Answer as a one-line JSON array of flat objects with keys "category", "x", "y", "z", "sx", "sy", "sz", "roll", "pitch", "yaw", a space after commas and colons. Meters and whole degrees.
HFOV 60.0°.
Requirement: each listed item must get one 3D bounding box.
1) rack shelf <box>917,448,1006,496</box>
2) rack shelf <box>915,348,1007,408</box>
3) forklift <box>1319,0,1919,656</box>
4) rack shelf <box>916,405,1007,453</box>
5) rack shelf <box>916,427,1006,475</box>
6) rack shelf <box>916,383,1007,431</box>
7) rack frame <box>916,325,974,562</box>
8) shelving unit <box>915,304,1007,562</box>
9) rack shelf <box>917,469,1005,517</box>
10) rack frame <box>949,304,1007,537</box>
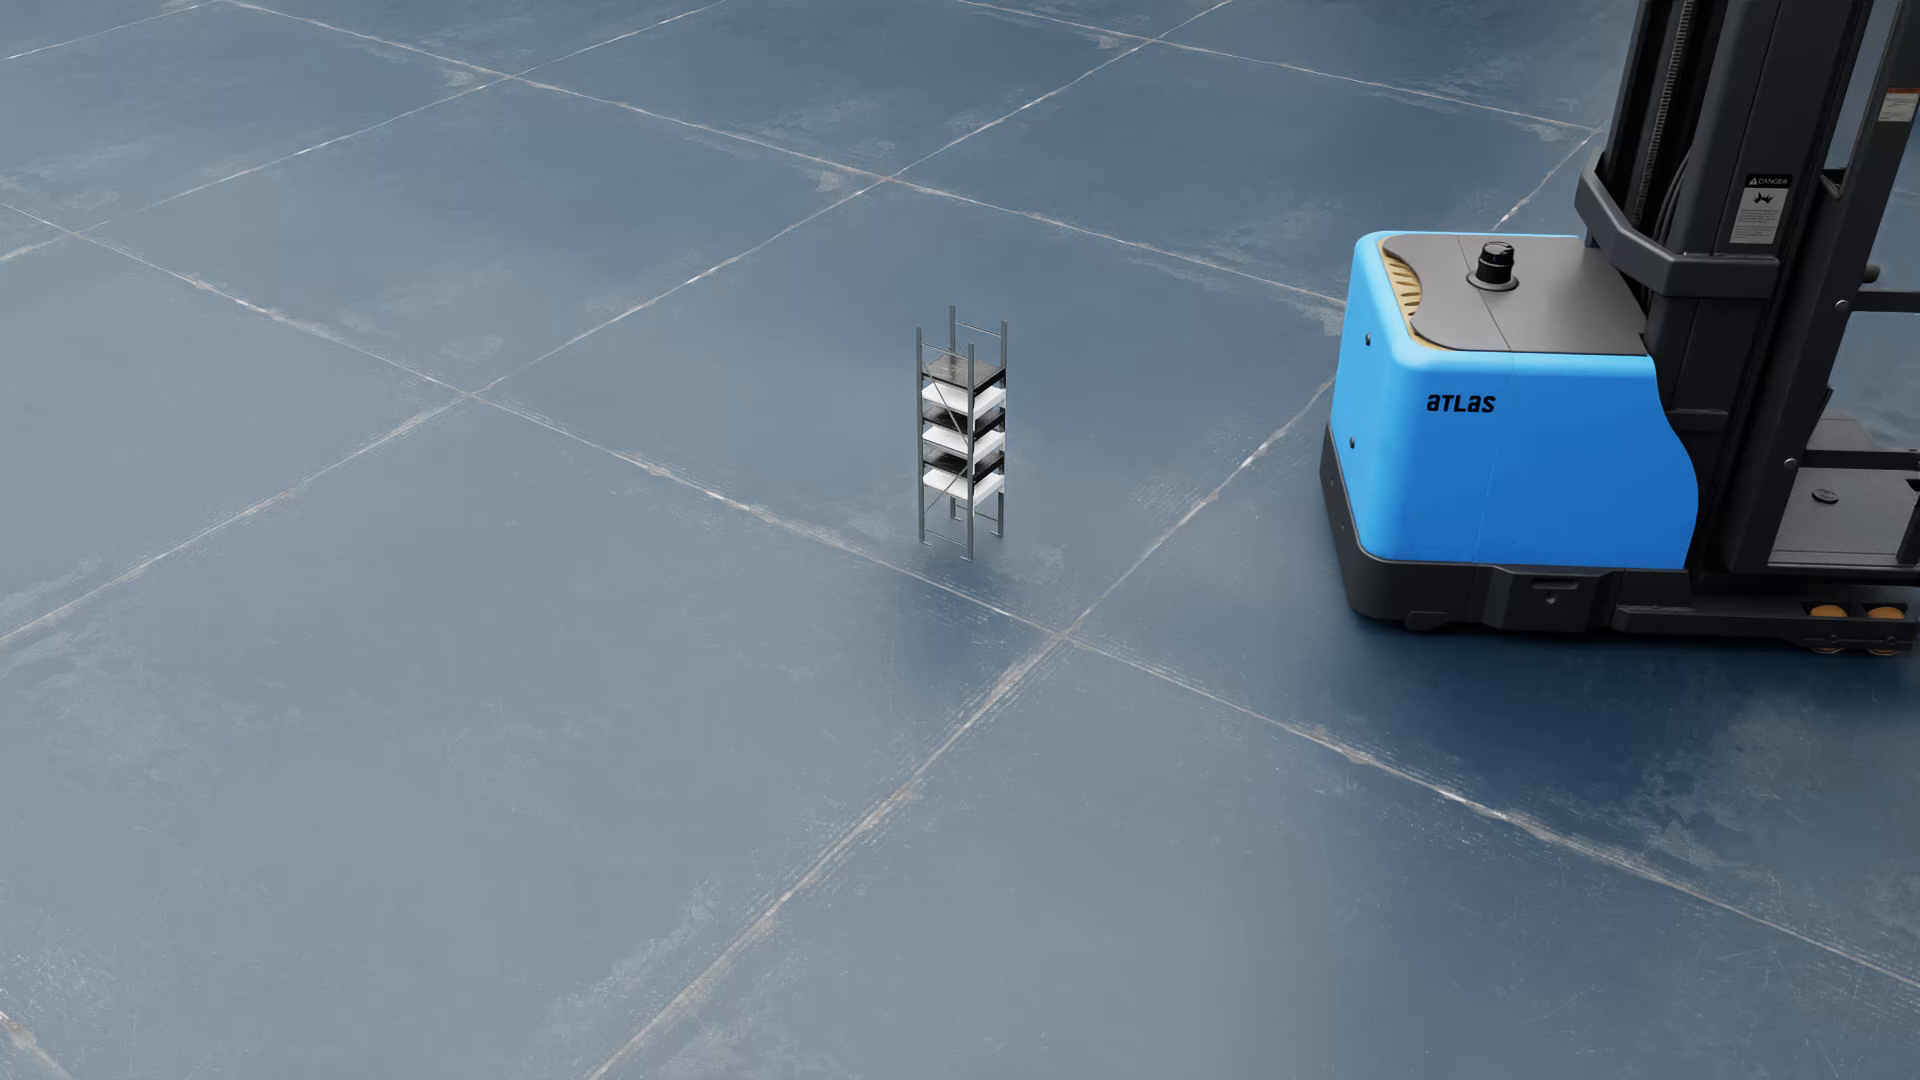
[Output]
[{"category": "rack shelf", "x": 0.005, "y": -0.274, "z": 6.073, "sx": 0.258, "sy": 0.077, "sz": 0.200, "roll": 21, "pitch": 39, "yaw": 28}, {"category": "rack shelf", "x": 0.005, "y": -0.573, "z": 5.871, "sx": 0.258, "sy": 0.077, "sz": 0.200, "roll": 21, "pitch": 39, "yaw": 28}, {"category": "forklift", "x": 2.893, "y": -1.128, "z": 5.302, "sx": 3.031, "sy": 2.935, "sz": 1.130, "roll": 2, "pitch": 34, "yaw": 3}, {"category": "rack shelf", "x": 0.005, "y": -0.423, "z": 5.972, "sx": 0.258, "sy": 0.077, "sz": 0.200, "roll": 21, "pitch": 39, "yaw": 28}, {"category": "rack shelf", "x": 0.005, "y": -0.349, "z": 6.022, "sx": 0.258, "sy": 0.077, "sz": 0.200, "roll": 21, "pitch": 39, "yaw": 28}, {"category": "rack shelf", "x": 0.005, "y": -0.498, "z": 5.921, "sx": 0.258, "sy": 0.077, "sz": 0.200, "roll": 21, "pitch": 39, "yaw": 28}, {"category": "rack frame", "x": -0.053, "y": -0.330, "z": 5.934, "sx": 0.240, "sy": 0.900, "sz": 0.006, "roll": 21, "pitch": 39, "yaw": 28}, {"category": "shelving unit", "x": 0.005, "y": -0.376, "z": 6.003, "sx": 0.258, "sy": 0.900, "sz": 0.210, "roll": 21, "pitch": 39, "yaw": 28}, {"category": "rack shelf", "x": 0.005, "y": -0.200, "z": 6.123, "sx": 0.258, "sy": 0.077, "sz": 0.200, "roll": 21, "pitch": 39, "yaw": 28}, {"category": "rack frame", "x": 0.063, "y": -0.423, "z": 6.073, "sx": 0.240, "sy": 0.900, "sz": 0.006, "roll": 21, "pitch": 39, "yaw": 28}]
